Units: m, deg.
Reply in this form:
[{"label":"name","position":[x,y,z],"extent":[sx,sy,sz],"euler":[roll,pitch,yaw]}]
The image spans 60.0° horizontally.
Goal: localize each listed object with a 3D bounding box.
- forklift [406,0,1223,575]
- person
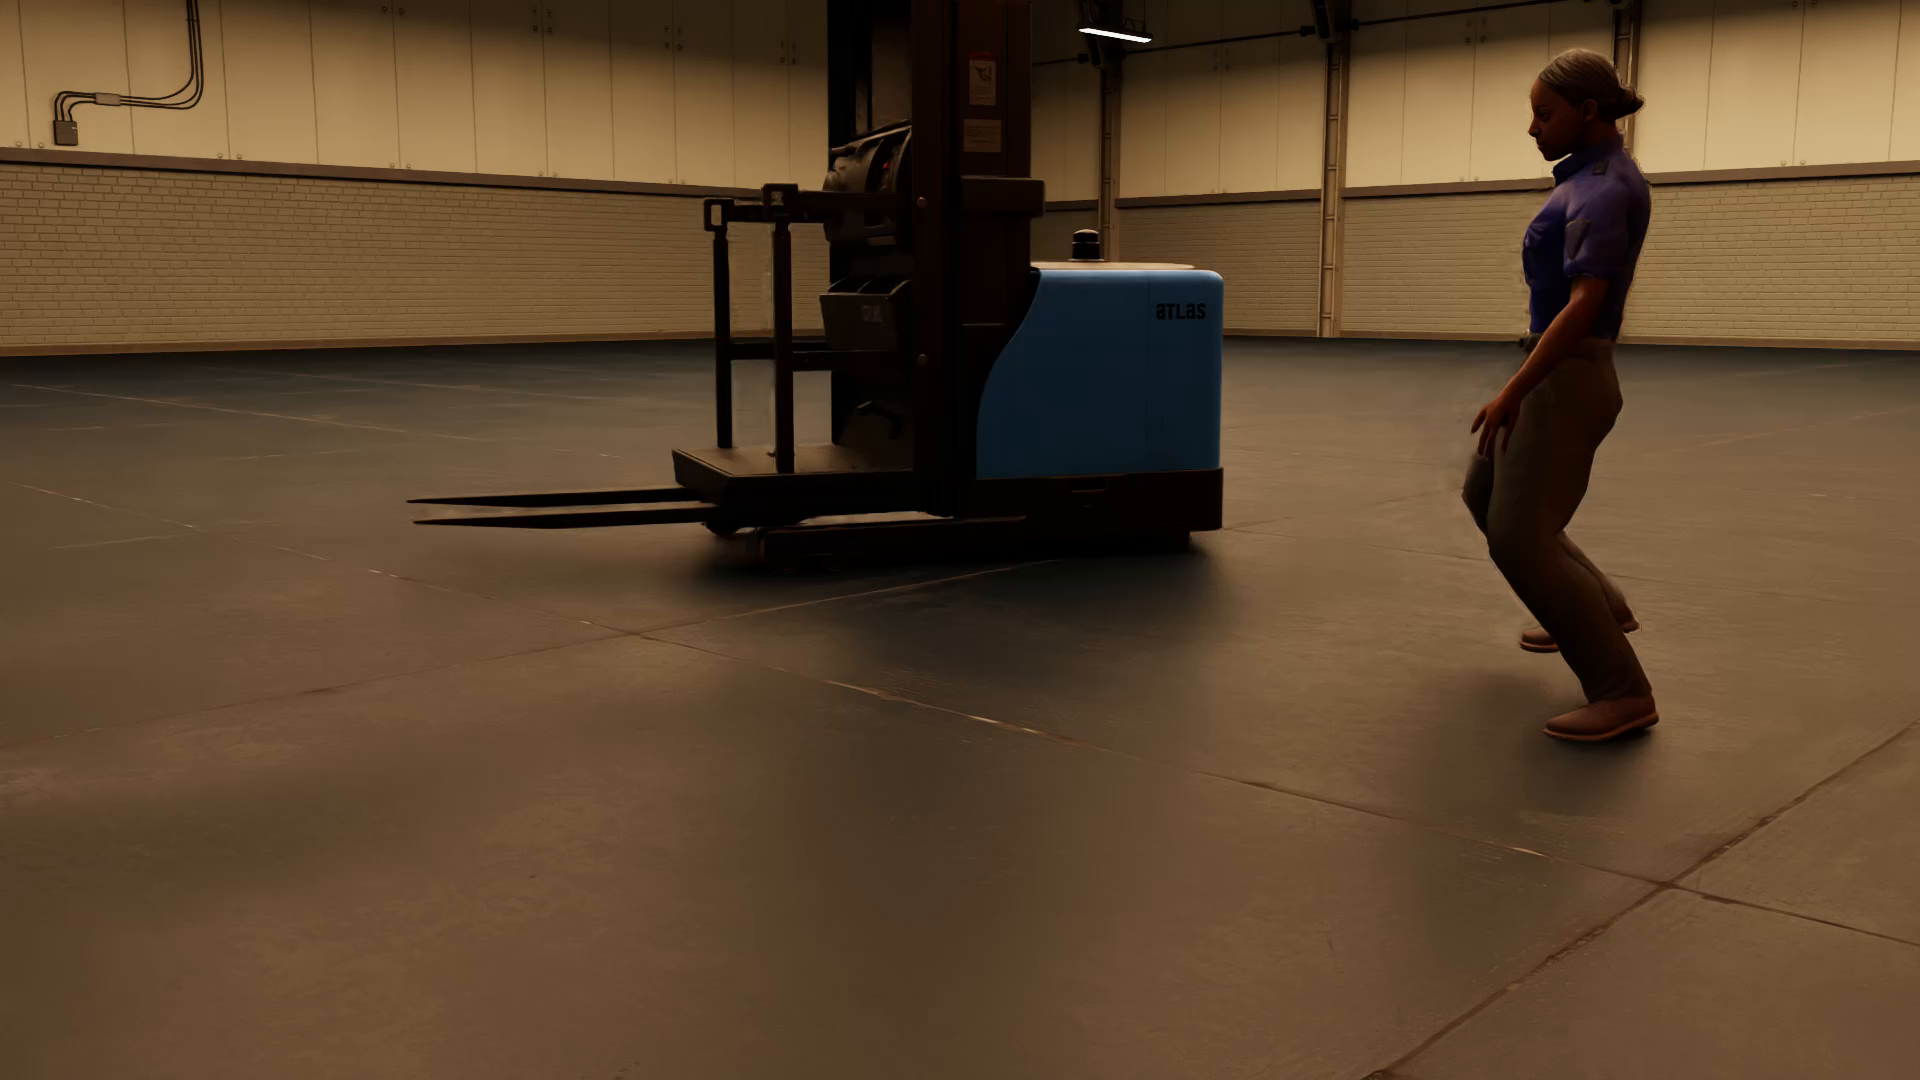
[{"label":"forklift","position":[-0.542,-1.414,6.263],"extent":[3.031,2.935,1.130],"euler":[-3,9,-20]},{"label":"person","position":[1.451,-0.367,4.000],"extent":[0.542,1.564,0.836],"euler":[4,10,26]}]
